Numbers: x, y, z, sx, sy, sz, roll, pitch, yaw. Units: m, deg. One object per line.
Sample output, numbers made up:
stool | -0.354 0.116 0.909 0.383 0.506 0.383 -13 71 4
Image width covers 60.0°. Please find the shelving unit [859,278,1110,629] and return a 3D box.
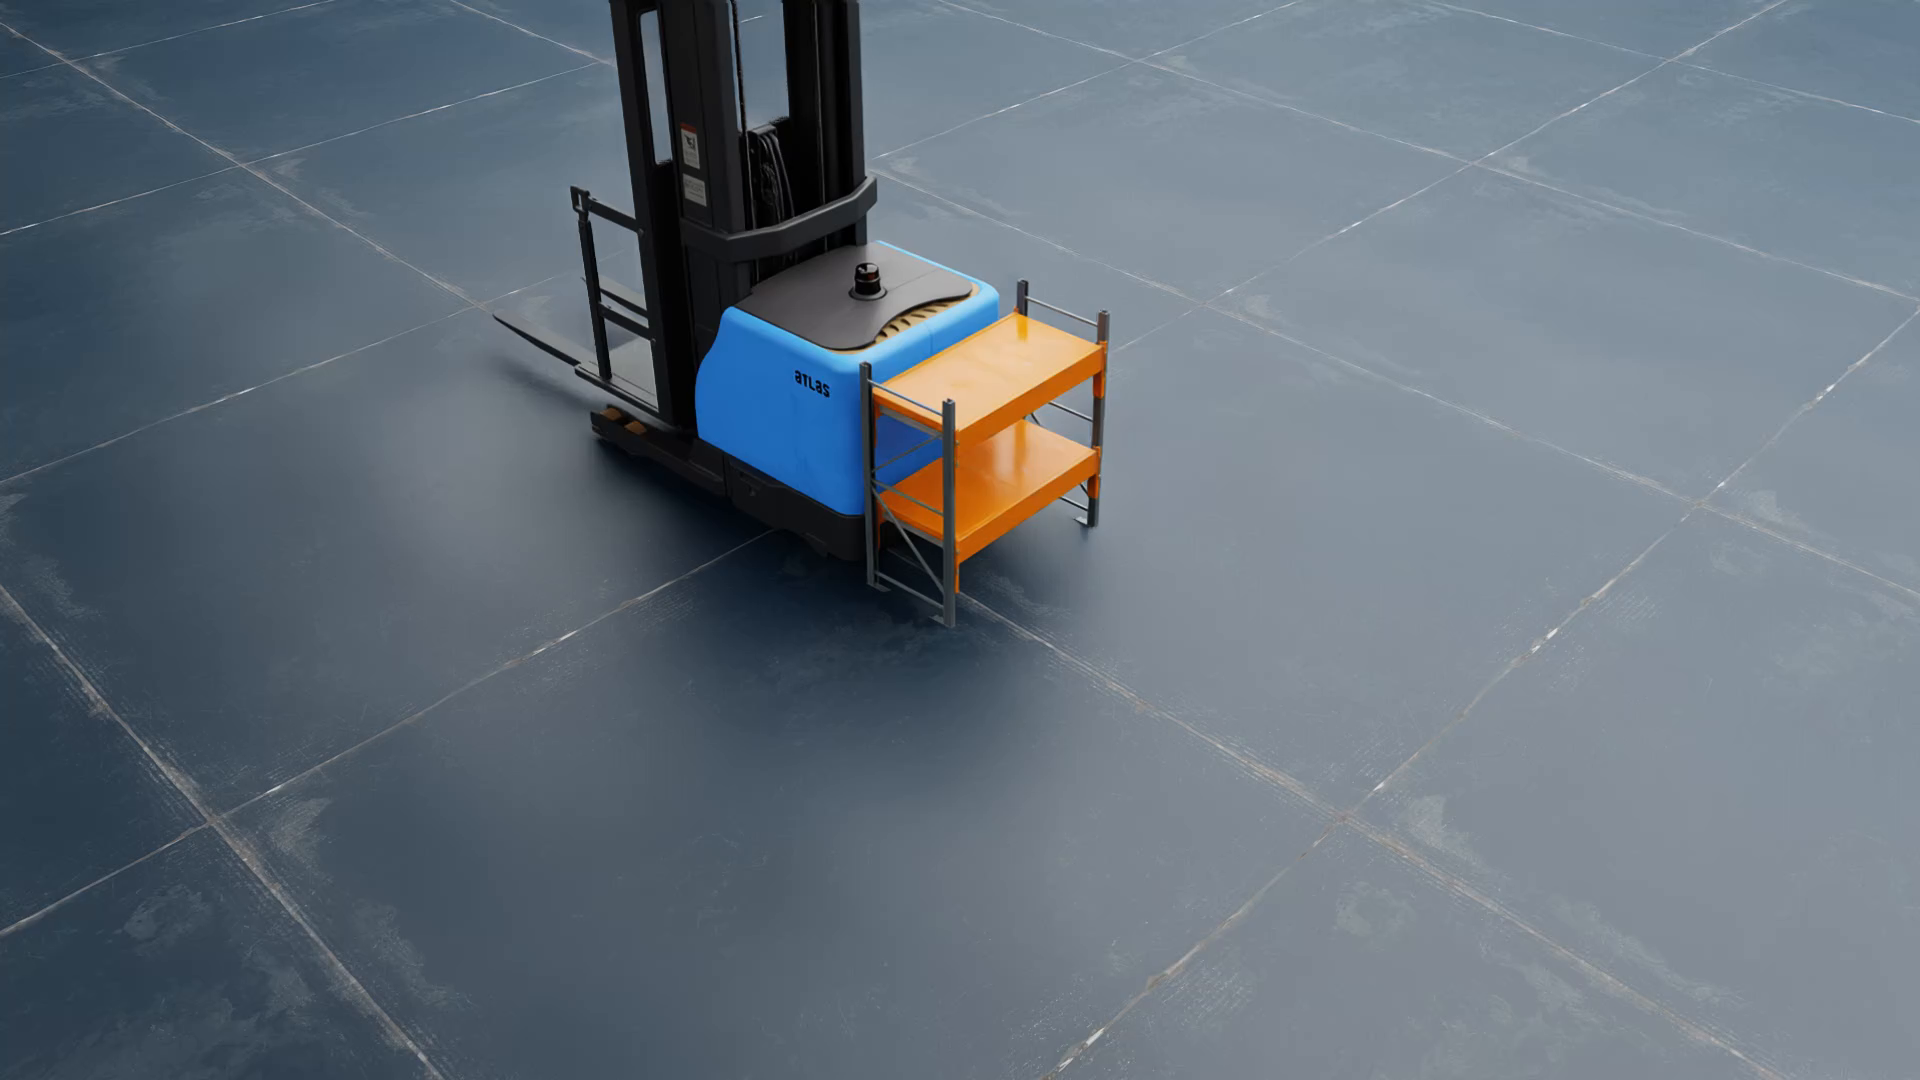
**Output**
shelving unit | 0.119 -0.395 7.333 0.538 1.125 1.048 27 43 33

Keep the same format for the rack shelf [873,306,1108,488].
rack shelf | 0.119 -0.635 7.165 0.538 0.278 1.000 27 43 33

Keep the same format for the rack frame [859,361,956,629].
rack frame | -0.216 -0.176 7.019 0.500 1.125 0.032 27 43 33

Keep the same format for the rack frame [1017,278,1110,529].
rack frame | 0.454 -0.614 7.646 0.500 1.125 0.032 27 43 33

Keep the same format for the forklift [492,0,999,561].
forklift | -1.235 -1.826 7.806 3.031 2.935 1.130 28 43 34

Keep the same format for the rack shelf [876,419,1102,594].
rack shelf | 0.119 -0.194 7.473 0.538 0.278 1.000 27 43 33
